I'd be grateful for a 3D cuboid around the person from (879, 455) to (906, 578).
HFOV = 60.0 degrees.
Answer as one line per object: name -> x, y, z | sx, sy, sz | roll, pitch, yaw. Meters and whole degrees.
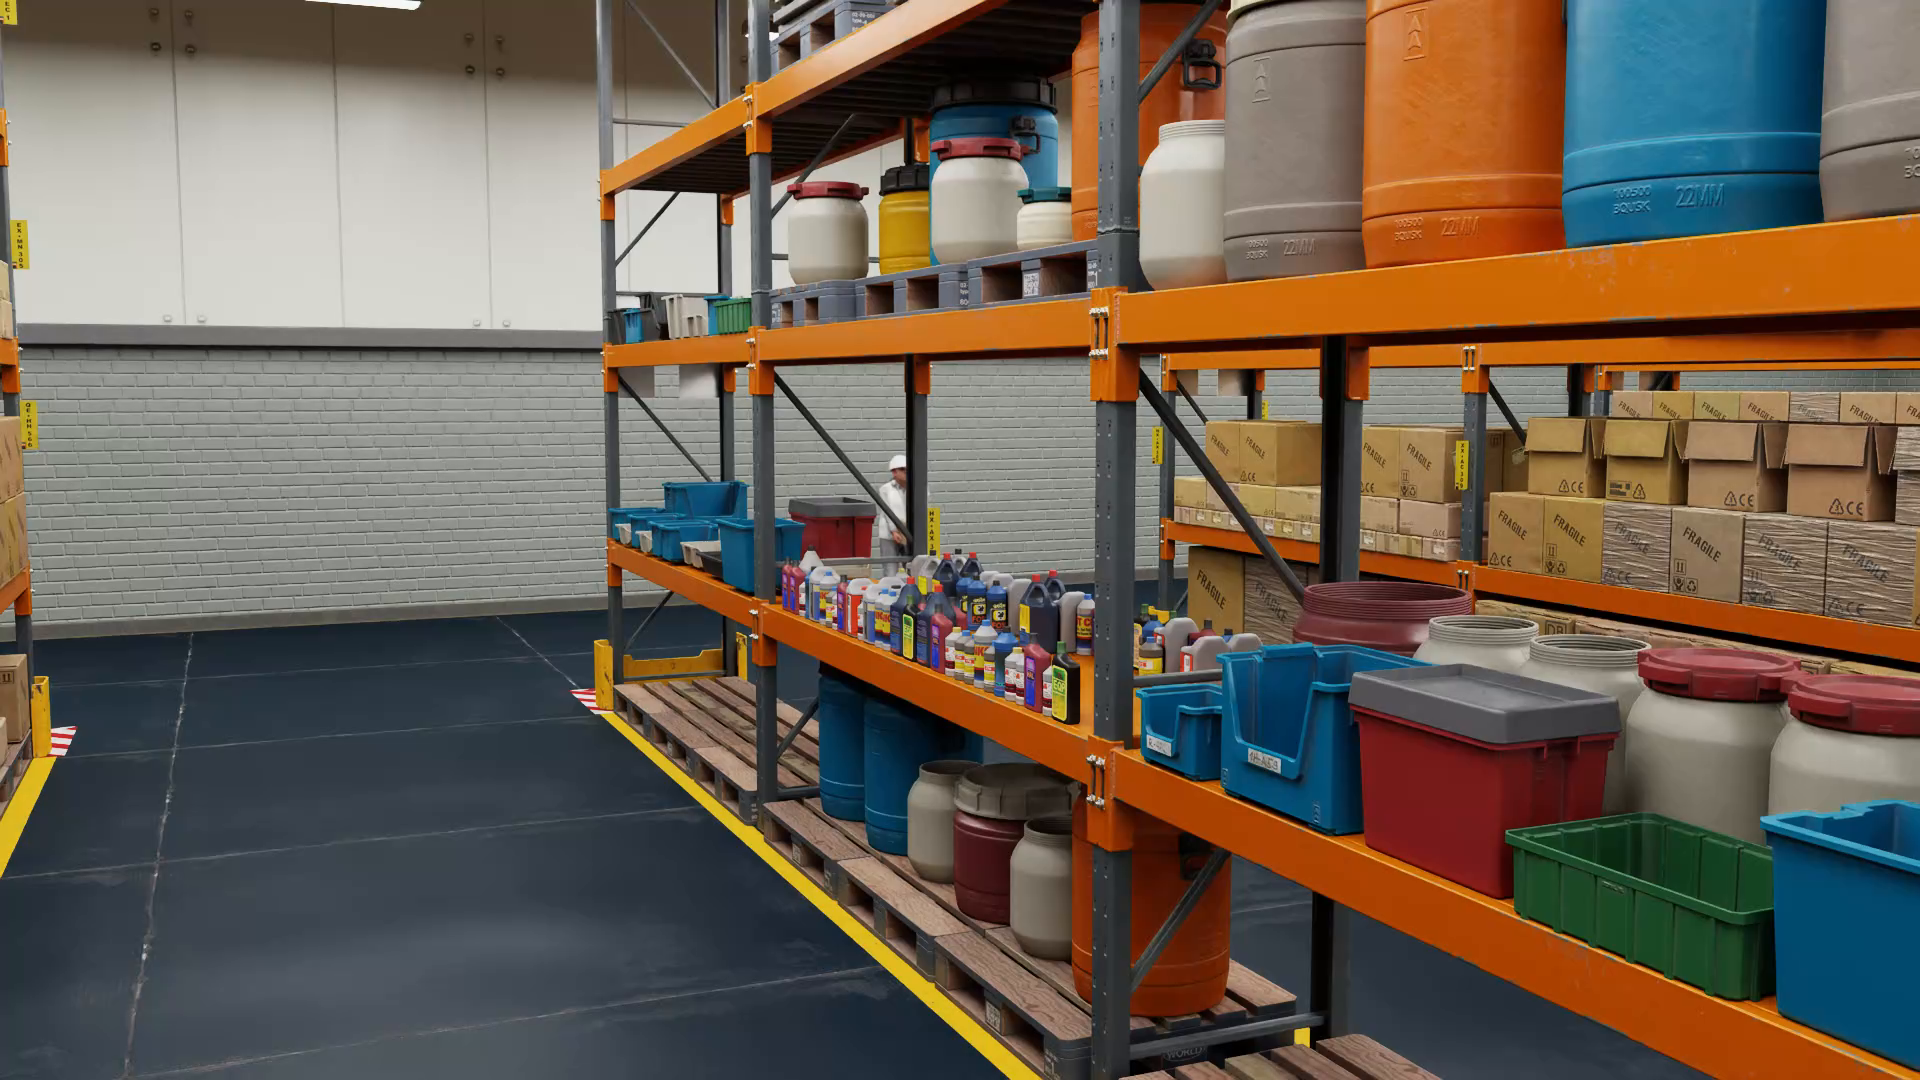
person -> -0.582, 0.001, 17.485 | 0.495, 1.770, 0.549 | -2, 6, -23
